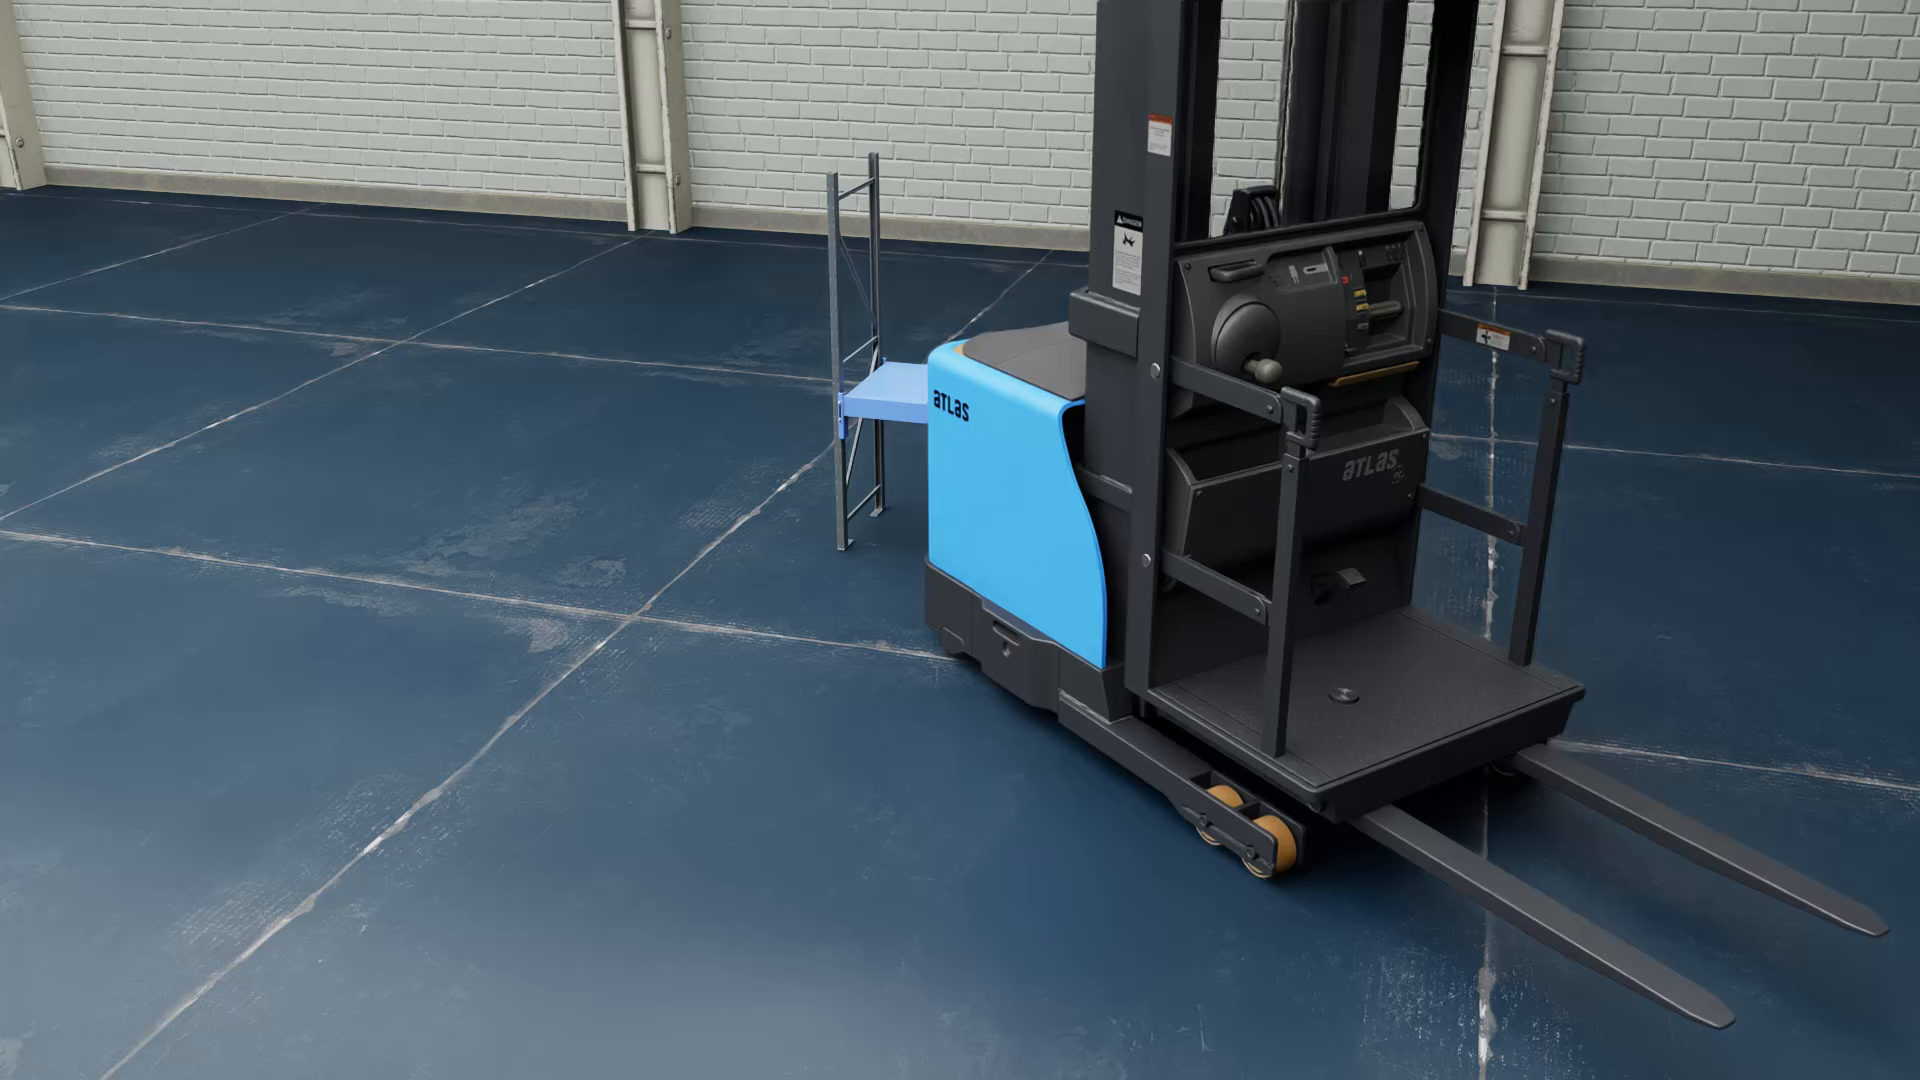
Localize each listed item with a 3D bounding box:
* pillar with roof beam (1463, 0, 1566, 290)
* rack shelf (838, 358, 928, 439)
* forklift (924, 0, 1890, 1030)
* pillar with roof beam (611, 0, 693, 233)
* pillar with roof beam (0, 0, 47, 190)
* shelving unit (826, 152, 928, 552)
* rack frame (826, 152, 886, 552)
[{"bbox_3d":[2.257,-4.285,5.359,0.400,9.000,9.100,7,23,16],"label":"pillar with roof beam"},{"bbox_3d":[0.082,-0.518,6.531,1.000,0.185,0.538,7,23,16],"label":"rack shelf"},{"bbox_3d":[1.101,-0.641,4.472,1.130,2.935,3.031,-14,26,-30],"label":"forklift"},{"bbox_3d":[-3.487,-4.943,6.962,0.400,9.000,9.100,7,23,16],"label":"pillar with roof beam"},{"bbox_3d":[-9.231,-5.600,8.566,0.400,9.000,9.100,7,23,16],"label":"pillar with roof beam"},{"bbox_3d":[0.082,-0.685,6.463,1.048,1.500,0.538,7,23,16],"label":"shelving unit"},{"bbox_3d":[-0.405,-0.740,6.598,0.032,1.500,0.500,7,23,16],"label":"rack frame"}]
